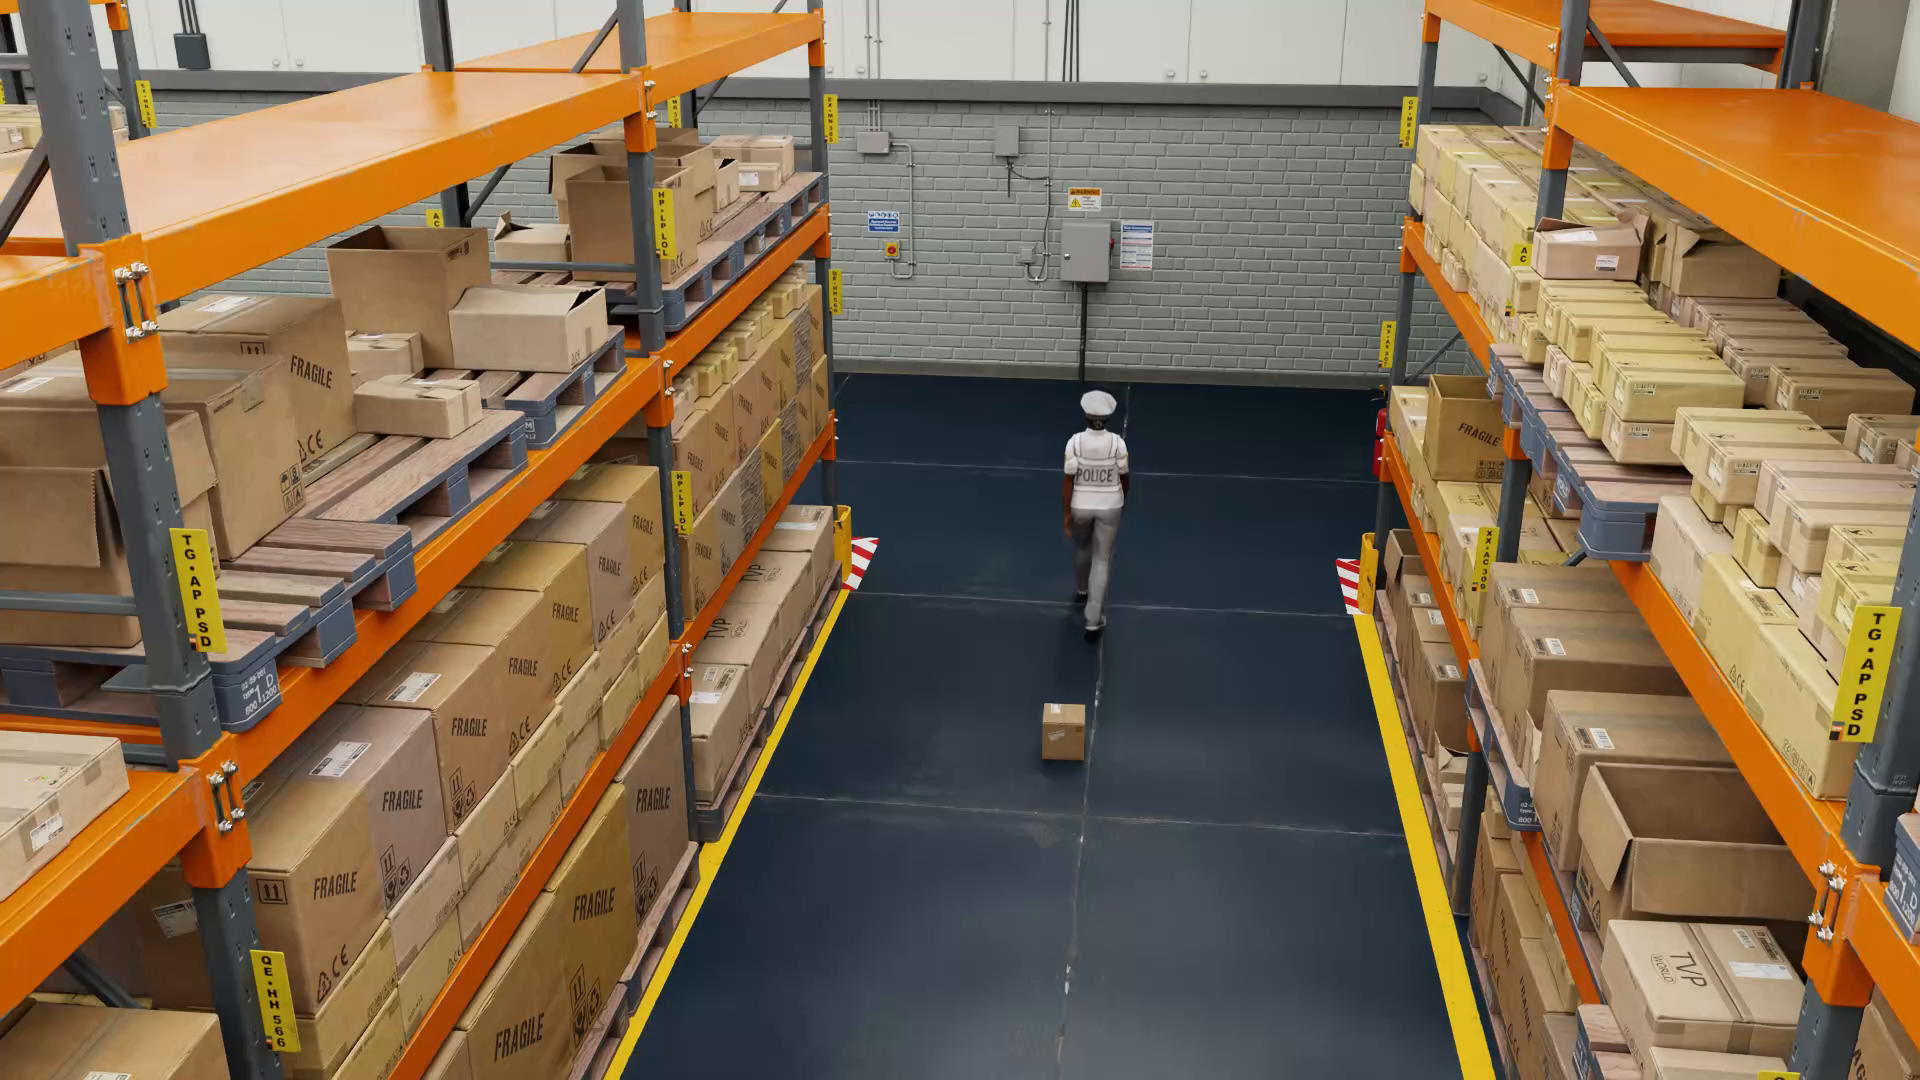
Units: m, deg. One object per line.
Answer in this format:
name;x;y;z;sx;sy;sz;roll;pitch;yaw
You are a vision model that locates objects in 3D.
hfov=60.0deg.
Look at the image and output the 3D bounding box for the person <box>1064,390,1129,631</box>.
person;0.960;-0.266;11.688;0.441;1.622;1.019;4;22;10
